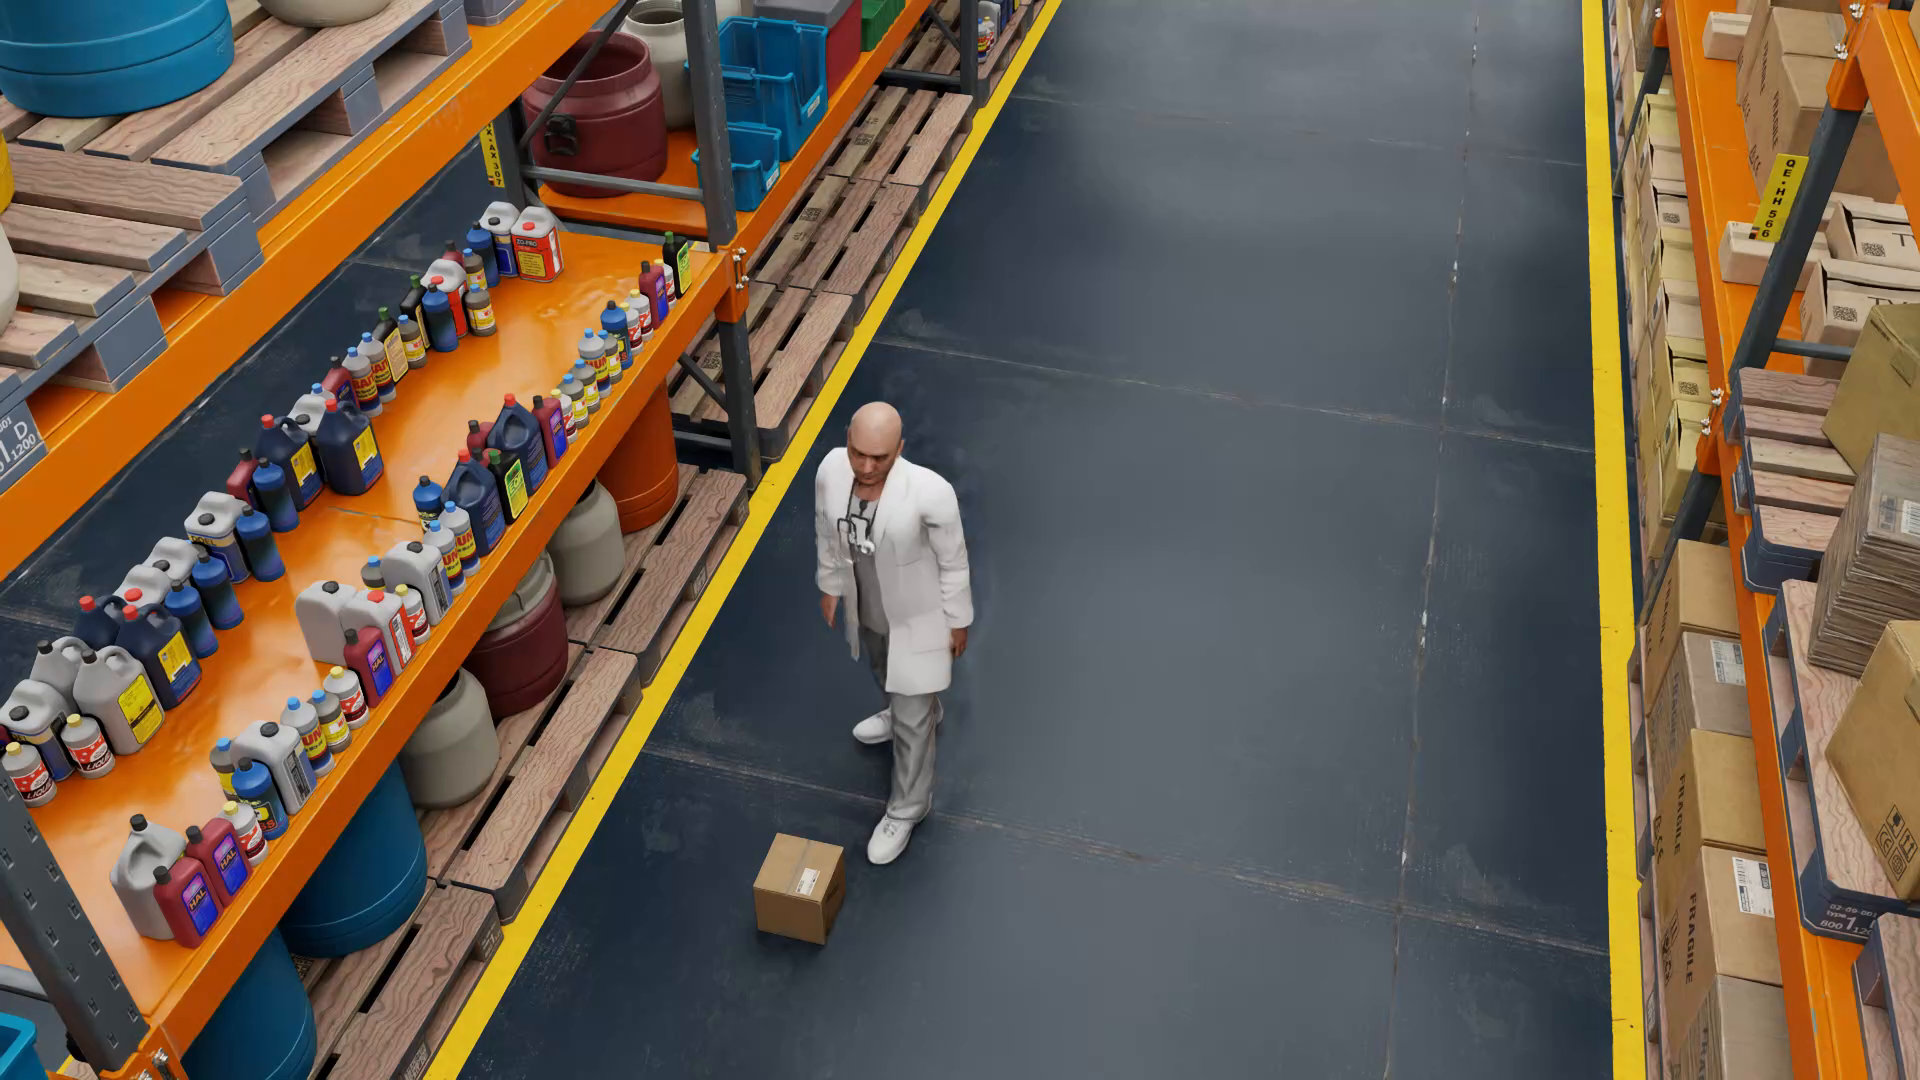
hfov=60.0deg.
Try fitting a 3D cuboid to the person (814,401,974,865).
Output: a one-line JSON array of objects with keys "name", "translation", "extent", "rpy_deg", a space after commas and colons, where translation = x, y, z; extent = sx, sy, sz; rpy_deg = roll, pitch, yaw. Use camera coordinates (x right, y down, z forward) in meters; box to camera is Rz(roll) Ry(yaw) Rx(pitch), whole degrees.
[{"name": "person", "translation": [-0.265, 0.250, 5.844], "extent": [0.614, 1.765, 0.768], "rpy_deg": [24, 46, 26]}]
